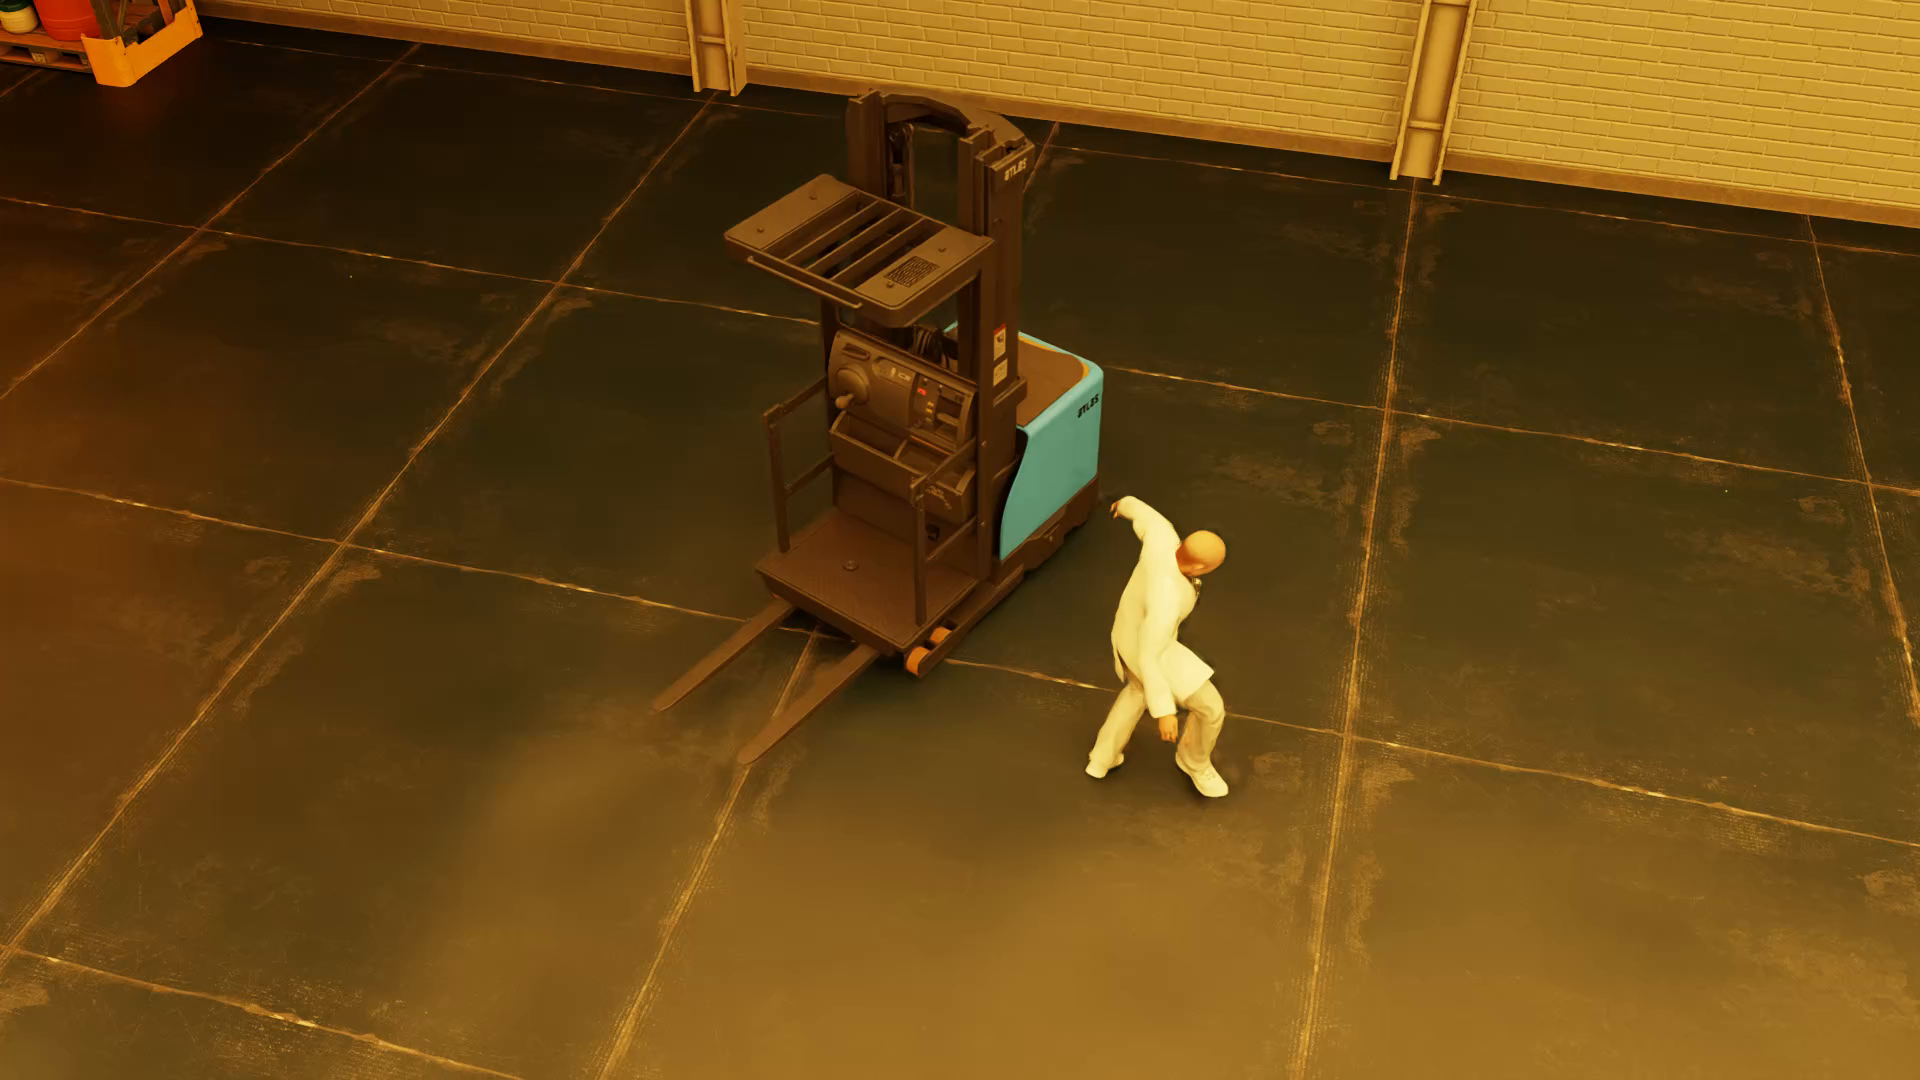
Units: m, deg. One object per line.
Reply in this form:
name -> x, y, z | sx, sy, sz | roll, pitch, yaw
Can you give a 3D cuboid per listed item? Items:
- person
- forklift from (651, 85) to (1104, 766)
person -> 0.966, 0.487, 8.391 | 0.681, 1.681, 1.255 | -4, 41, -5
forklift -> -0.445, -0.716, 8.679 | 1.130, 2.935, 3.031 | 27, 48, 27
